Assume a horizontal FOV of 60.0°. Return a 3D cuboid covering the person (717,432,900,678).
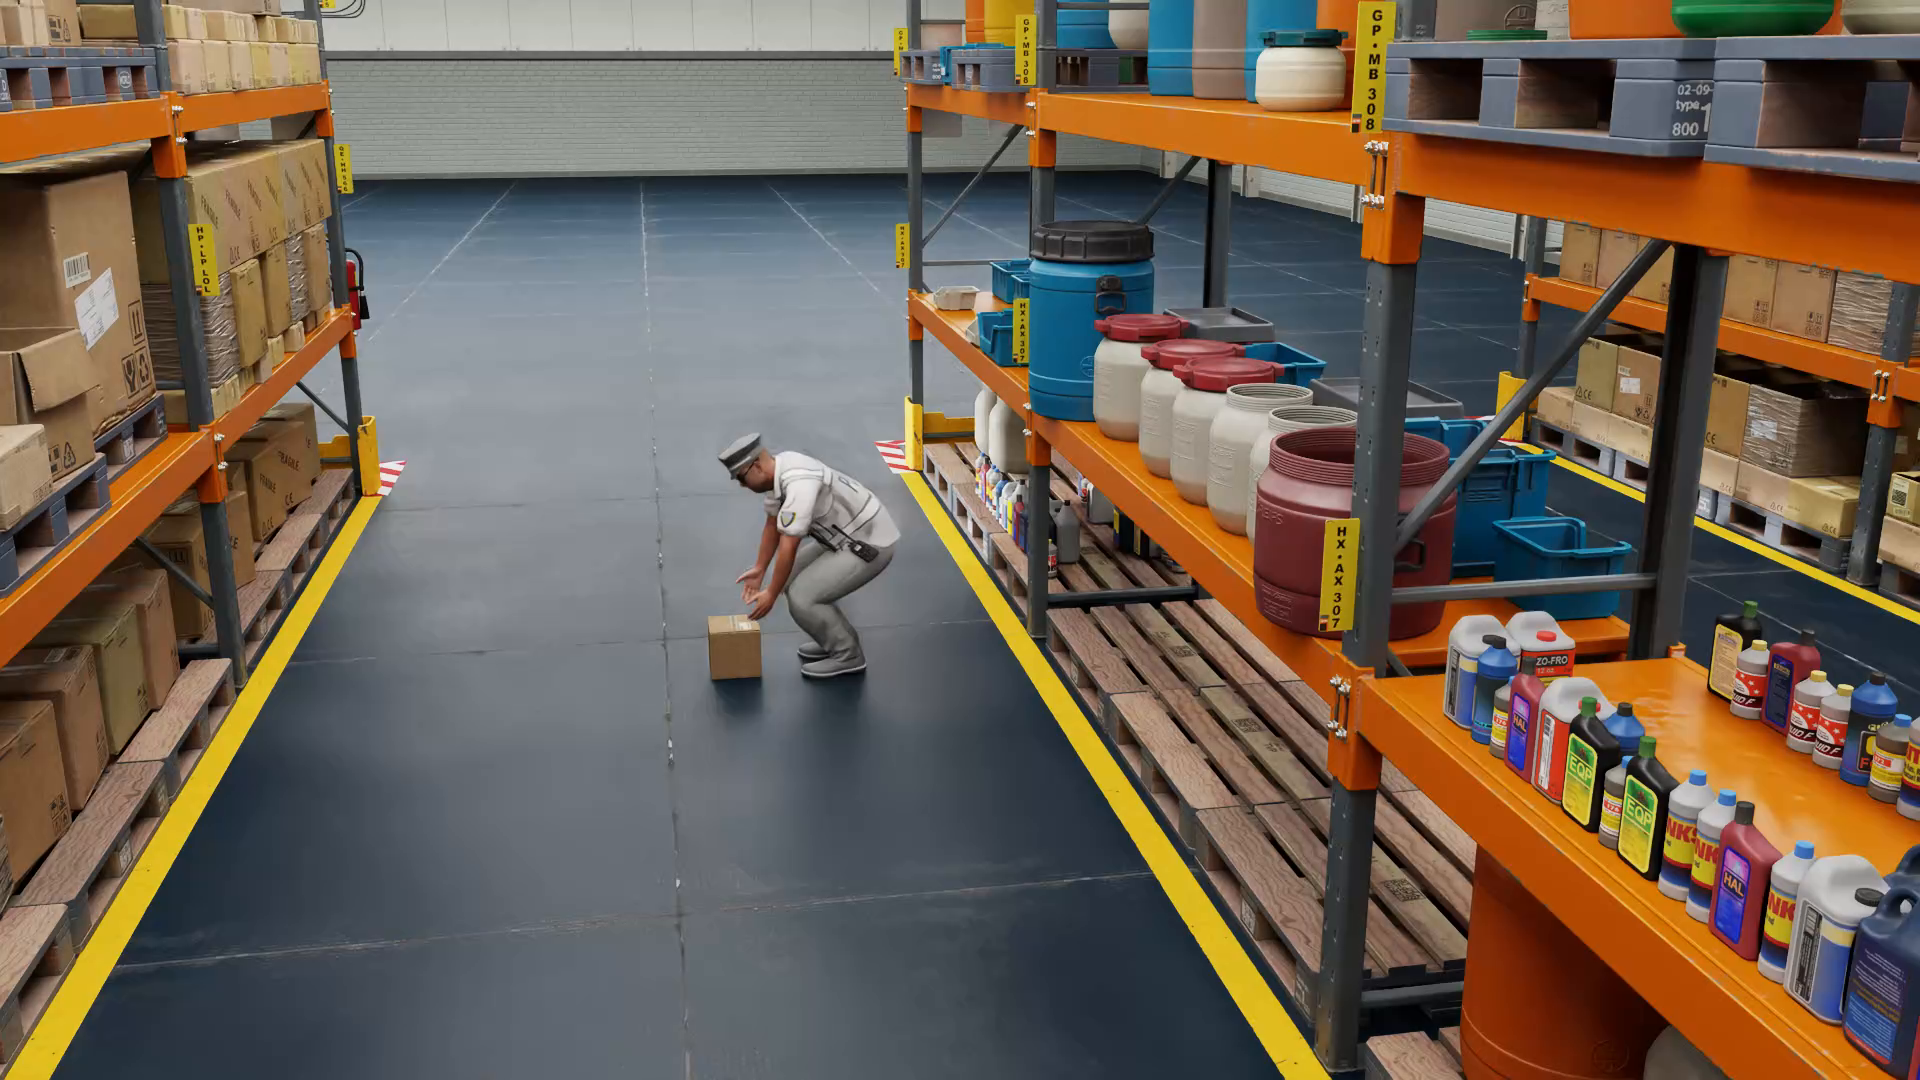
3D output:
[{"bbox_3d":[-0.740,0.058,8.259,0.890,1.234,0.580,-3,17,-10],"label":"person"}]
